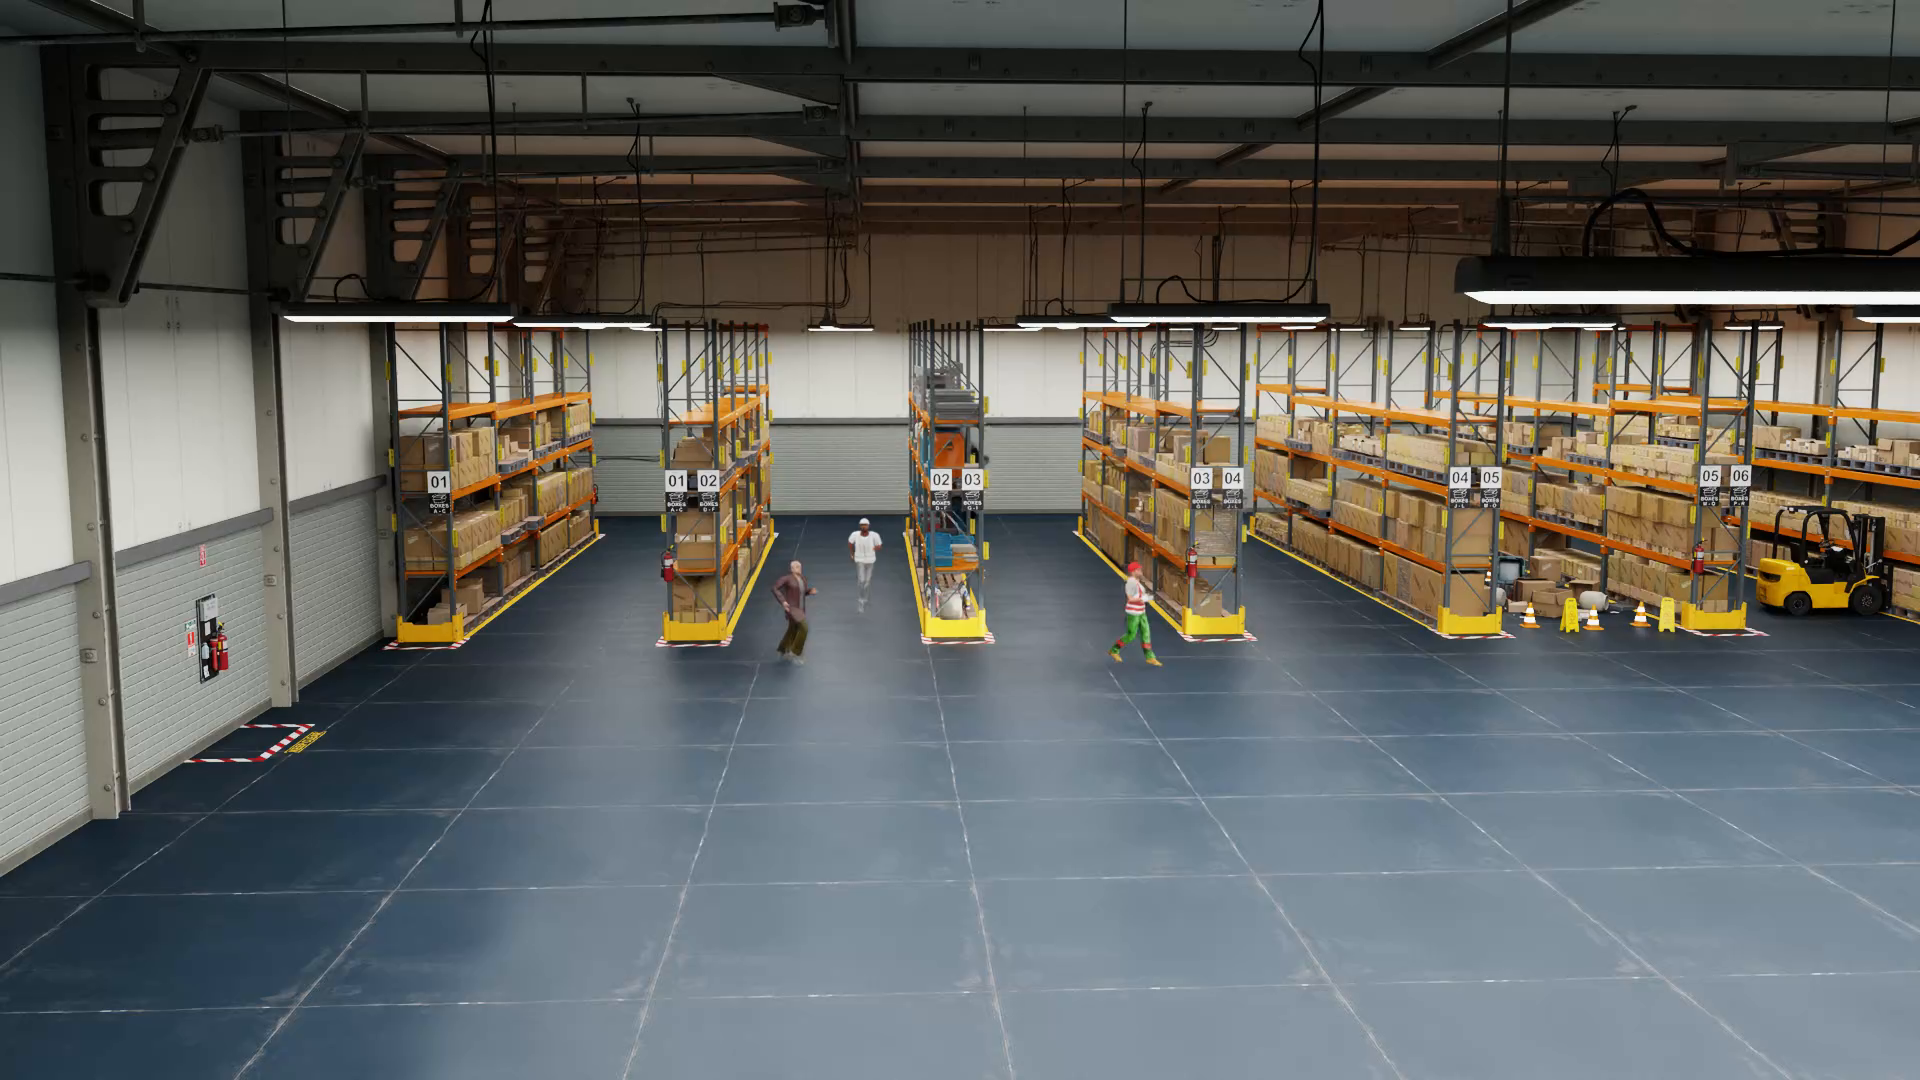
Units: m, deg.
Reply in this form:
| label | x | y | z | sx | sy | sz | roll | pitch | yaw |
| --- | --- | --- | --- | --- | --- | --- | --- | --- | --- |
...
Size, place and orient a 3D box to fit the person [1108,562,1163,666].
| label | x | y | z | sx | sy | sz | roll | pitch | yaw |
| --- | --- | --- | --- | --- | --- | --- | --- | --- | --- |
| person | 3.027 | 1.269 | 28.644 | 0.968 | 1.787 | 0.647 | 3 | 8 | 23 |

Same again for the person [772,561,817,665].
| label | x | y | z | sx | sy | sz | roll | pitch | yaw |
| --- | --- | --- | --- | --- | --- | --- | --- | --- | --- |
| person | -2.872 | 1.275 | 29.105 | 0.825 | 1.847 | 0.666 | 4 | 8 | 27 |

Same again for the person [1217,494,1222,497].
| label | x | y | z | sx | sy | sz | roll | pitch | yaw |
| --- | --- | --- | --- | --- | --- | --- | --- | --- | --- |
| person | 7.302 | -1.079 | 48.265 | 0.924 | 1.682 | 0.558 | 5 | 9 | 34 |

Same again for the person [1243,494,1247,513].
| label | x | y | z | sx | sy | sz | roll | pitch | yaw |
| --- | --- | --- | --- | --- | --- | --- | --- | --- | --- |
| person | 7.428 | -0.672 | 45.115 | 0.687 | 1.730 | 1.031 | -2 | 7 | -14 |

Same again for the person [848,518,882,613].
| label | x | y | z | sx | sy | sz | roll | pitch | yaw |
| --- | --- | --- | --- | --- | --- | --- | --- | --- | --- |
| person | -1.876 | 0.498 | 33.213 | 0.660 | 1.889 | 0.733 | -1 | 7 | -10 |
